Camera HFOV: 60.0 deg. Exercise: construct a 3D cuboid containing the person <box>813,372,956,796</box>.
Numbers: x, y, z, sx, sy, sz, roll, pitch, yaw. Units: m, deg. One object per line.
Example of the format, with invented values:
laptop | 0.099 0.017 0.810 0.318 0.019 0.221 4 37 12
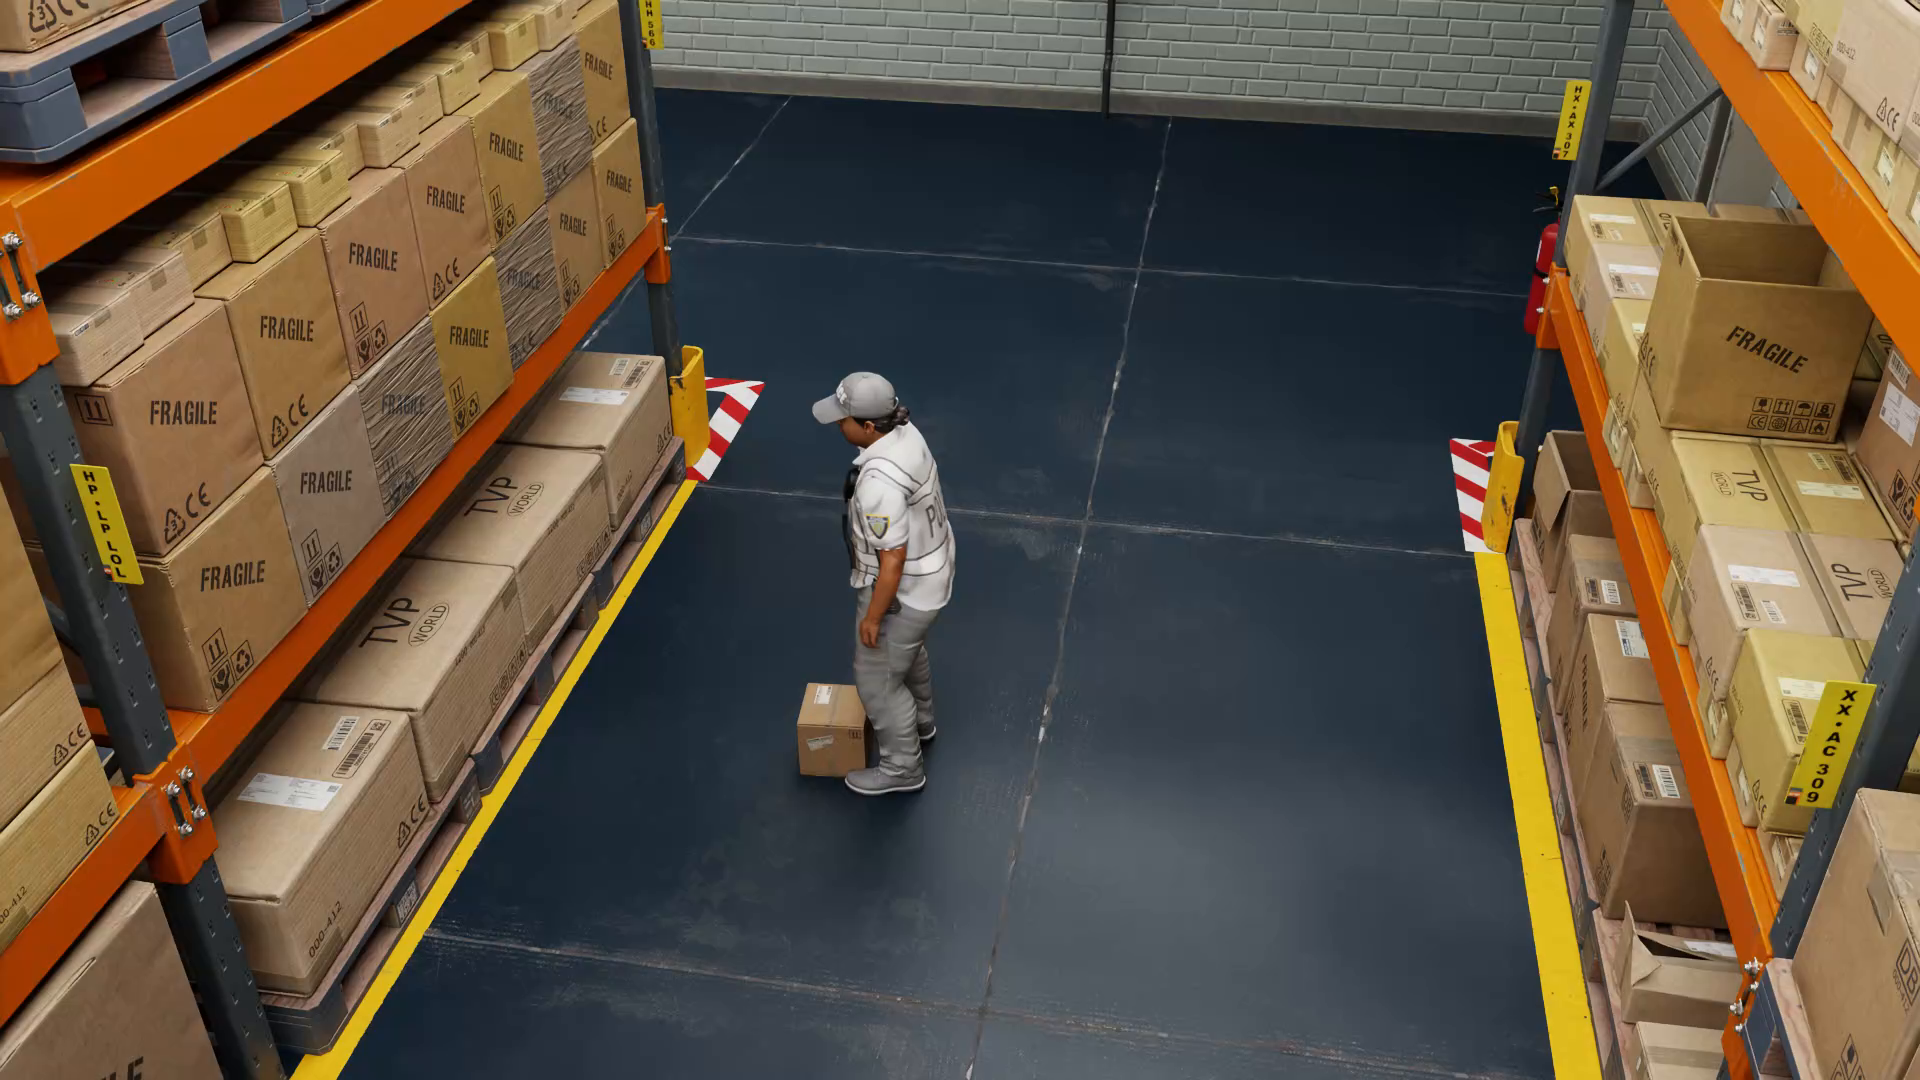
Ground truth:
person | -0.253 0.147 5.901 0.465 1.667 0.561 4 33 6
